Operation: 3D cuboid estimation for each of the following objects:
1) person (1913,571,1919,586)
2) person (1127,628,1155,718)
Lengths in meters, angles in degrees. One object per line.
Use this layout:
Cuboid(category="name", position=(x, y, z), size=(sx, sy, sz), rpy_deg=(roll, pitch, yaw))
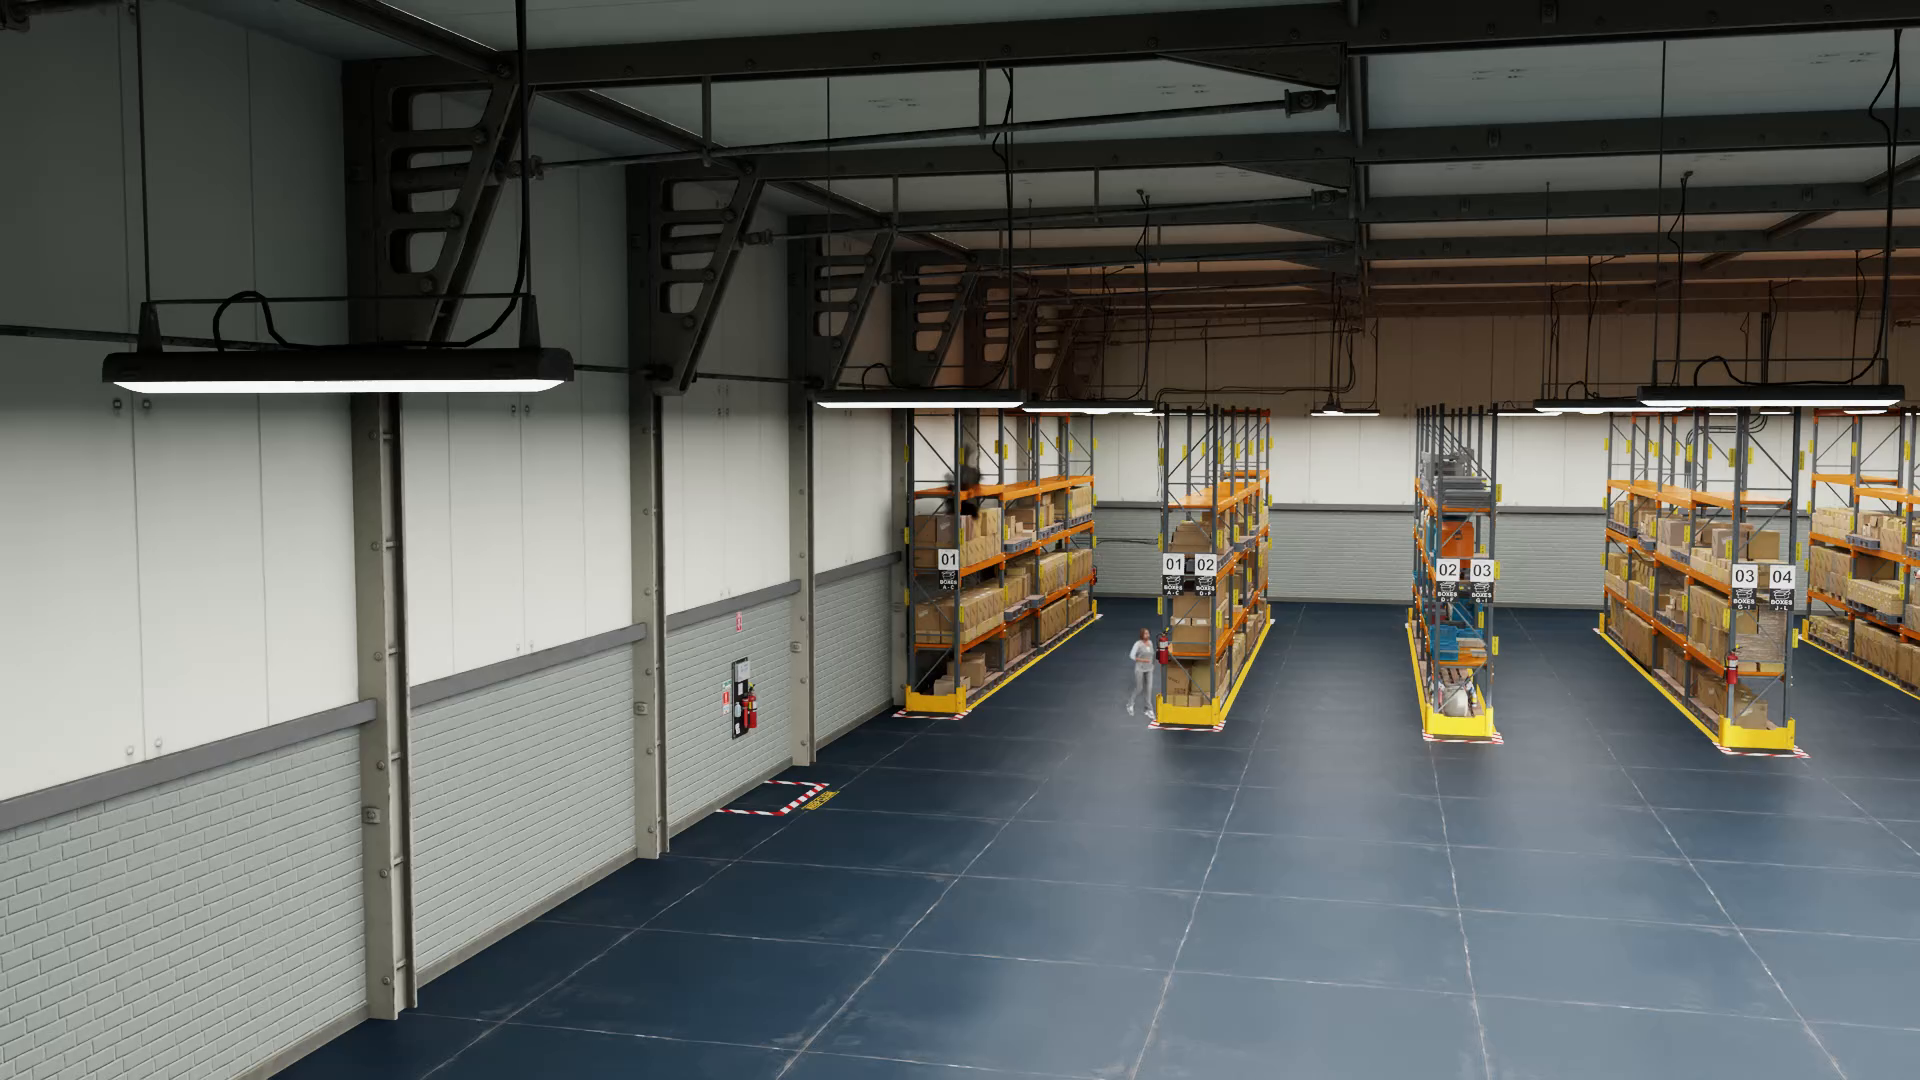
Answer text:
Cuboid(category="person", position=(25.188, 1.673, 43.677), size=(0.780, 1.747, 0.663), rpy_deg=(1, 4, 8))
Cuboid(category="person", position=(3.354, 2.420, 30.384), size=(0.555, 1.620, 0.741), rpy_deg=(-2, 5, -29))
